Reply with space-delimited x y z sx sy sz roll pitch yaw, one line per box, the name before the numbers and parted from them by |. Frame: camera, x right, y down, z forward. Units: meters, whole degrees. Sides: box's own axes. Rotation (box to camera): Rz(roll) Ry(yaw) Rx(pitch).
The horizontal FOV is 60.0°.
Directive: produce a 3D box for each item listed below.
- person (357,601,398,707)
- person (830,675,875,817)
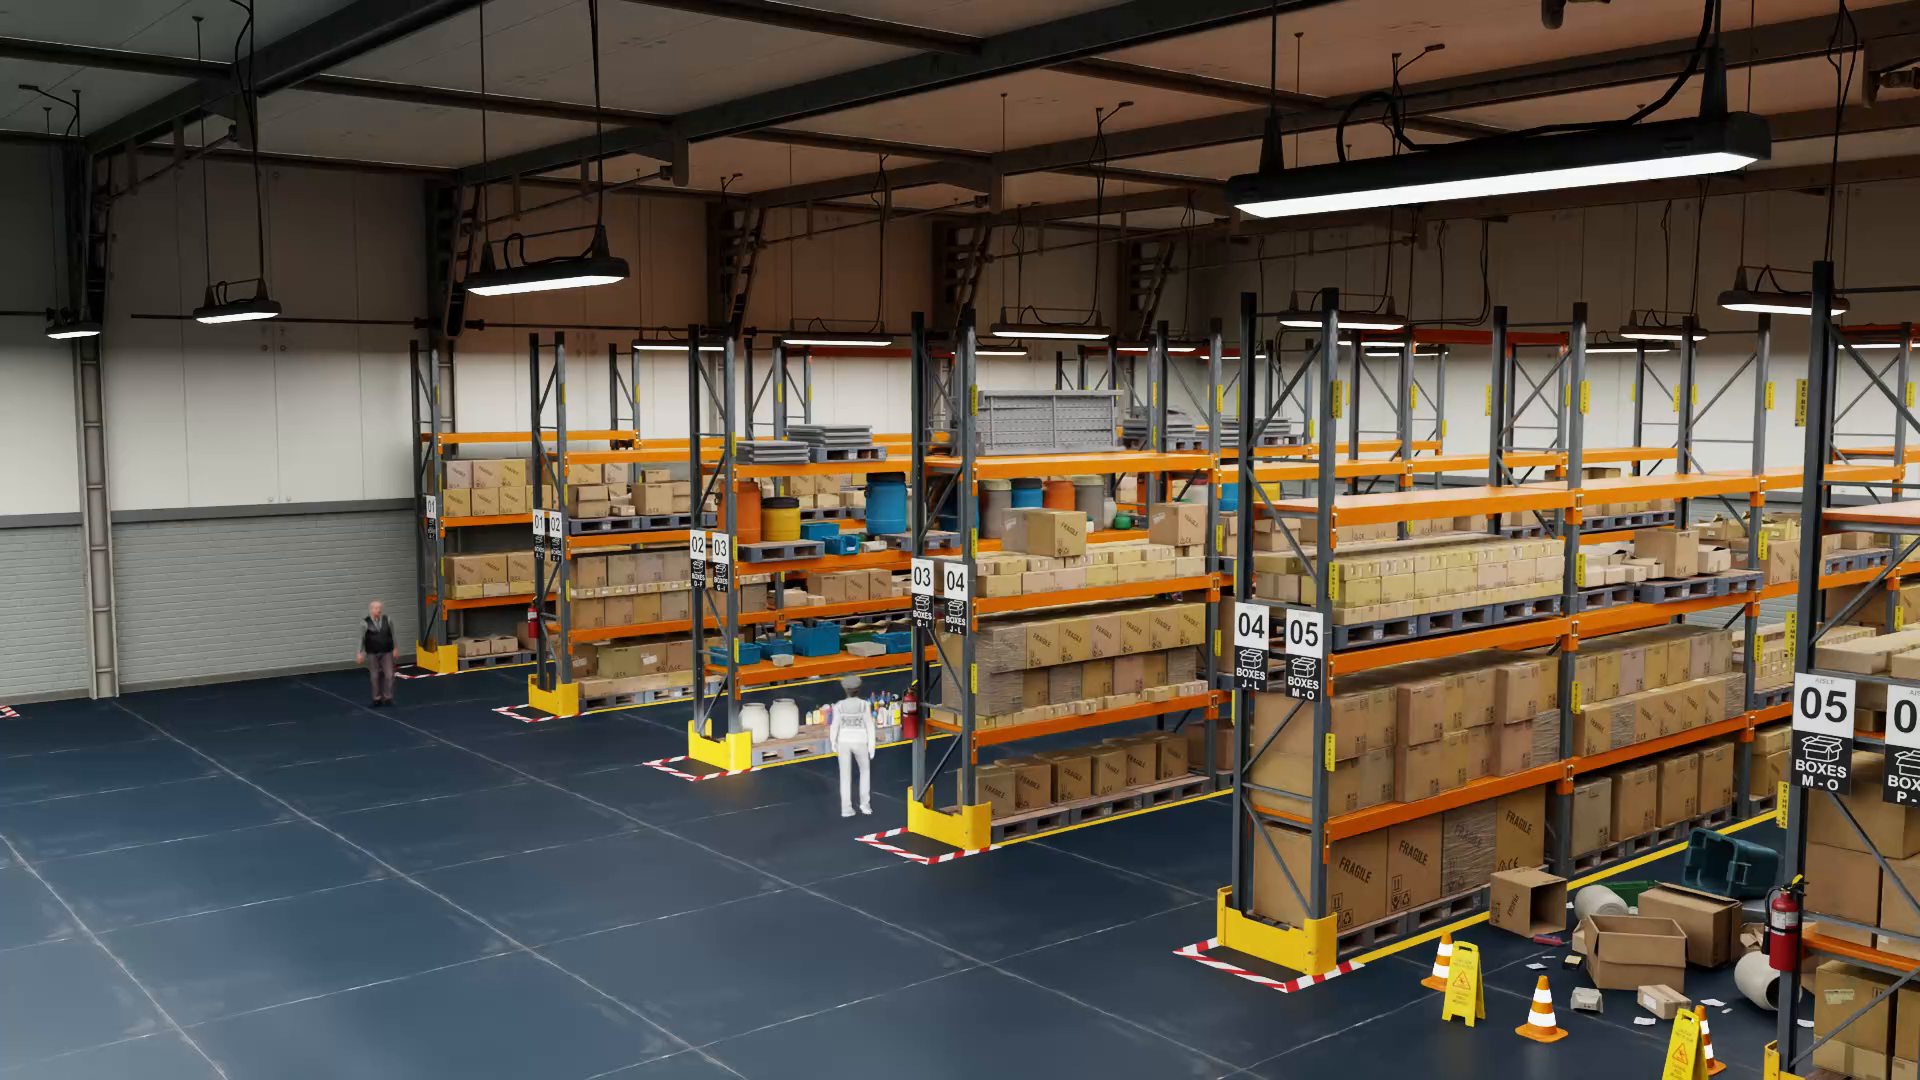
person | -9.387 1.833 26.808 0.649 1.719 0.382 -2 6 -25
person | -1.298 2.504 19.977 0.551 1.732 0.508 0 5 3
